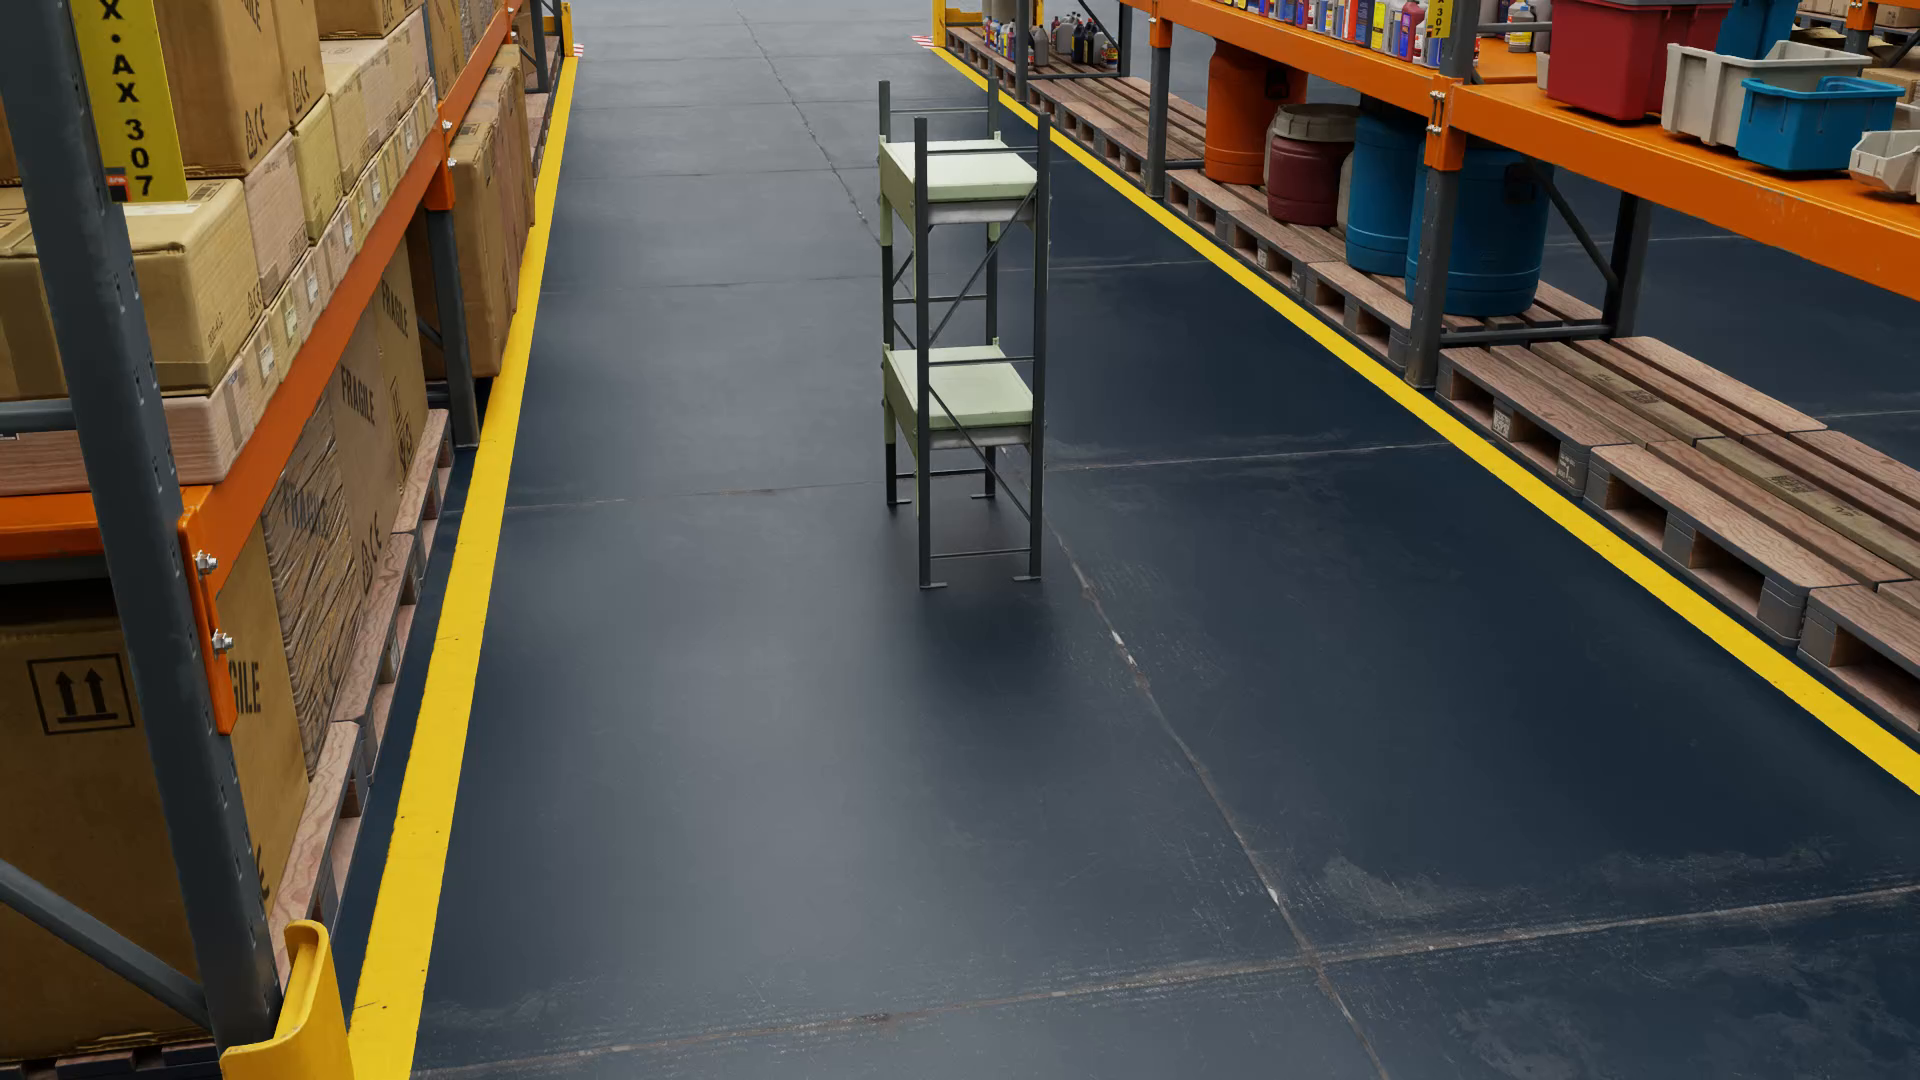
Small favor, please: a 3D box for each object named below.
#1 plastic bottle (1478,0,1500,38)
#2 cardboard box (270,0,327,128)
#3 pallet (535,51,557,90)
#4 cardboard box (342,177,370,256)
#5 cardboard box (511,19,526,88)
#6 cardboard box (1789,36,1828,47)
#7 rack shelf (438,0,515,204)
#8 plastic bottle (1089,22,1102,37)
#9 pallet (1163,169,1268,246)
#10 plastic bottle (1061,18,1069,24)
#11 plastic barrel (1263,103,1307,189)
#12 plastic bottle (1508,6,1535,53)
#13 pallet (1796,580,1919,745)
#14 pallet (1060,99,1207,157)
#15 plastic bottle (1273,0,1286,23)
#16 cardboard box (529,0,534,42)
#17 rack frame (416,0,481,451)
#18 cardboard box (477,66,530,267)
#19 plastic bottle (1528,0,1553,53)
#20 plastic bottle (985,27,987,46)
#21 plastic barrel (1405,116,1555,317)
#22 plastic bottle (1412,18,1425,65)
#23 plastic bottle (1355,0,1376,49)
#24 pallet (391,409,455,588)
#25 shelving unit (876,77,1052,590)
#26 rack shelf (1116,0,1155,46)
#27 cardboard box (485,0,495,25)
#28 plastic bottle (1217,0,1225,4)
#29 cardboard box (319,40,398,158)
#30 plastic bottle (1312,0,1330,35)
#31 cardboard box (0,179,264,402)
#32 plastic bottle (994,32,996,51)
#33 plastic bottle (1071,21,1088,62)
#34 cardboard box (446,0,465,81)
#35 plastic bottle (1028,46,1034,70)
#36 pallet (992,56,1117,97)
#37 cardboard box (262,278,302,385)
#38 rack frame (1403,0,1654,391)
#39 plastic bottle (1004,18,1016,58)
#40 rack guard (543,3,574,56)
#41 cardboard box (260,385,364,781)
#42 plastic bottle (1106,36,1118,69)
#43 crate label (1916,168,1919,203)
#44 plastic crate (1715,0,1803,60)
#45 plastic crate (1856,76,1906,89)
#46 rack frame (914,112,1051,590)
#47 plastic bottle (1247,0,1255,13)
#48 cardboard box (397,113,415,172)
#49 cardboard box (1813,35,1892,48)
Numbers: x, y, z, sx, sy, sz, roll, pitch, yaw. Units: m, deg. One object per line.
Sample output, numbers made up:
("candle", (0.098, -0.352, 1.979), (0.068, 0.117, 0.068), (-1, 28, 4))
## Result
("plastic bottle", (2.580, -2.603, 8.116), (0.152, 0.276, 0.135), (-4, 24, -10))
("cardboard box", (-1.683, -1.165, 3.549), (0.500, 0.500, 0.500), (-5, 24, -11))
("pallet", (-4.272, -4.330, 15.400), (1.003, 0.211, 1.213), (-4, 24, -10))
("cardboard box", (-1.693, -0.799, 4.145), (0.380, 0.149, 0.250), (-5, 24, -11))
("cardboard box", (-3.919, -4.072, 13.925), (0.500, 0.500, 0.500), (-5, 24, -11))
("cardboard box", (6.150, -3.605, 12.466), (0.500, 0.311, 0.500), (-5, 24, -11))
("rack shelf", (-2.775, -2.175, 7.882), (1.077, 0.370, 4.000), (-4, 24, -10))
("plastic bottle", (1.242, -4.568, 15.220), (0.144, 0.351, 0.185), (-4, 24, -8))
("pallet", (1.910, -2.073, 10.234), (1.003, 0.211, 1.213), (-4, 24, -10))
("plastic bottle", (1.059, -4.913, 16.104), (0.152, 0.276, 0.135), (-5, 24, -11))
("plastic barrel", (2.022, -2.304, 9.861), (0.421, 0.512, 0.421), (0, 24, 0))
("plastic bottle", (2.564, -2.332, 7.589), (0.097, 0.201, 0.097), (0, 24, 0))
("pallet", (3.088, 0.439, 4.481), (1.003, 0.211, 1.213), (-4, 24, -10))
("pallet", (1.395, -3.167, 12.737), (1.003, 0.211, 1.213), (-4, 24, -10))
("plastic bottle", (1.742, -2.862, 8.710), (0.152, 0.276, 0.135), (-4, 24, -10))
("cardboard box", (-4.381, -5.006, 16.063), (0.500, 0.500, 0.500), (2, 24, 4))
("rack frame", (-2.405, -1.718, 5.937), (1.000, 3.000, 0.127), (-4, 24, -10))
("cardboard box", (-2.880, -1.886, 8.451), (1.225, 0.875, 0.875), (-4, 24, -10))
("plastic bottle", (2.684, -2.382, 7.612), (0.152, 0.276, 0.135), (-4, 24, -10))
("plastic bottle", (0.292, -4.947, 16.277), (0.097, 0.201, 0.097), (0, 24, 0))
("plastic barrel", (2.379, -1.531, 7.605), (0.600, 0.901, 0.708), (-4, 24, -10))
("plastic bottle", (2.024, -2.169, 7.216), (0.097, 0.201, 0.097), (0, 24, 0))
("plastic bottle", (1.937, -2.472, 7.725), (0.144, 0.351, 0.185), (-4, 24, -10))
("pallet", (-2.341, -0.136, 5.797), (1.003, 0.211, 1.213), (-4, 24, -10))
("shelving unit", (-0.001, -0.690, 5.456), (0.431, 1.500, 0.755), (-4, 24, -10))
("rack shelf", (1.353, -4.115, 12.324), (1.077, 0.370, 4.000), (-4, 24, -10))
("cardboard box", (-2.724, -2.965, 8.667), (0.500, 0.500, 0.500), (-5, 24, -10))
("plastic bottle", (1.571, -3.225, 9.542), (0.152, 0.276, 0.135), (-4, 24, -10))
("cardboard box", (-1.873, -1.228, 4.629), (0.500, 0.250, 0.500), (-4, 24, -9))
("plastic bottle", (1.843, -2.645, 8.214), (0.152, 0.276, 0.135), (-4, 24, -10))
("cardboard box", (-1.489, -0.421, 2.783), (0.500, 0.250, 0.500), (-5, 24, -11))
("plastic bottle", (0.373, -4.775, 15.882), (0.097, 0.201, 0.097), (0, 24, 0))
("plastic bottle", (1.100, -4.557, 15.196), (0.144, 0.351, 0.185), (-4, 24, -10))
("cardboard box", (-2.338, -2.161, 6.826), (0.500, 0.500, 0.500), (-4, 24, -10))
("plastic bottle", (0.610, -4.271, 14.727), (0.097, 0.201, 0.097), (0, 24, 0))
("pallet", (0.900, -4.221, 15.151), (1.003, 0.211, 1.213), (-4, 24, -10))
("cardboard box", (-1.503, -0.395, 3.222), (0.380, 0.149, 0.250), (-5, 24, -11))
("rack frame", (2.462, -2.085, 6.776), (1.000, 3.000, 0.127), (-4, 24, -10))
("plastic bottle", (0.486, -4.654, 15.418), (0.144, 0.351, 0.185), (-4, 24, -10))
("rack guard", (-4.610, -5.263, 17.176), (1.175, 0.500, 0.348), (-4, 24, -10))
("cardboard box", (-2.031, 0.032, 4.058), (0.875, 0.875, 0.875), (-4, 24, -10))
("plastic bottle", (1.355, -4.341, 14.800), (0.097, 0.271, 0.097), (0, 24, 0))
("crate label", (2.758, -0.948, 4.428), (0.396, 0.136, 0.243), (-4, 24, -10))
("plastic crate", (2.884, -1.947, 6.405), (0.392, 0.384, 0.575), (-4, 24, -10))
("plastic crate", (2.933, -1.566, 5.857), (0.437, 0.125, 0.590), (-4, 24, -10))
("rack frame", (0.066, -0.546, 5.126), (0.400, 1.500, 0.023), (-4, 24, -10))
("plastic bottle", (1.633, -3.032, 9.106), (0.097, 0.271, 0.097), (0, 24, 0))
("cardboard box", (-1.884, -1.204, 5.073), (0.380, 0.149, 0.250), (-4, 24, -9))
("cardboard box", (6.678, -3.647, 12.562), (0.500, 0.311, 0.500), (-5, 24, -11))
